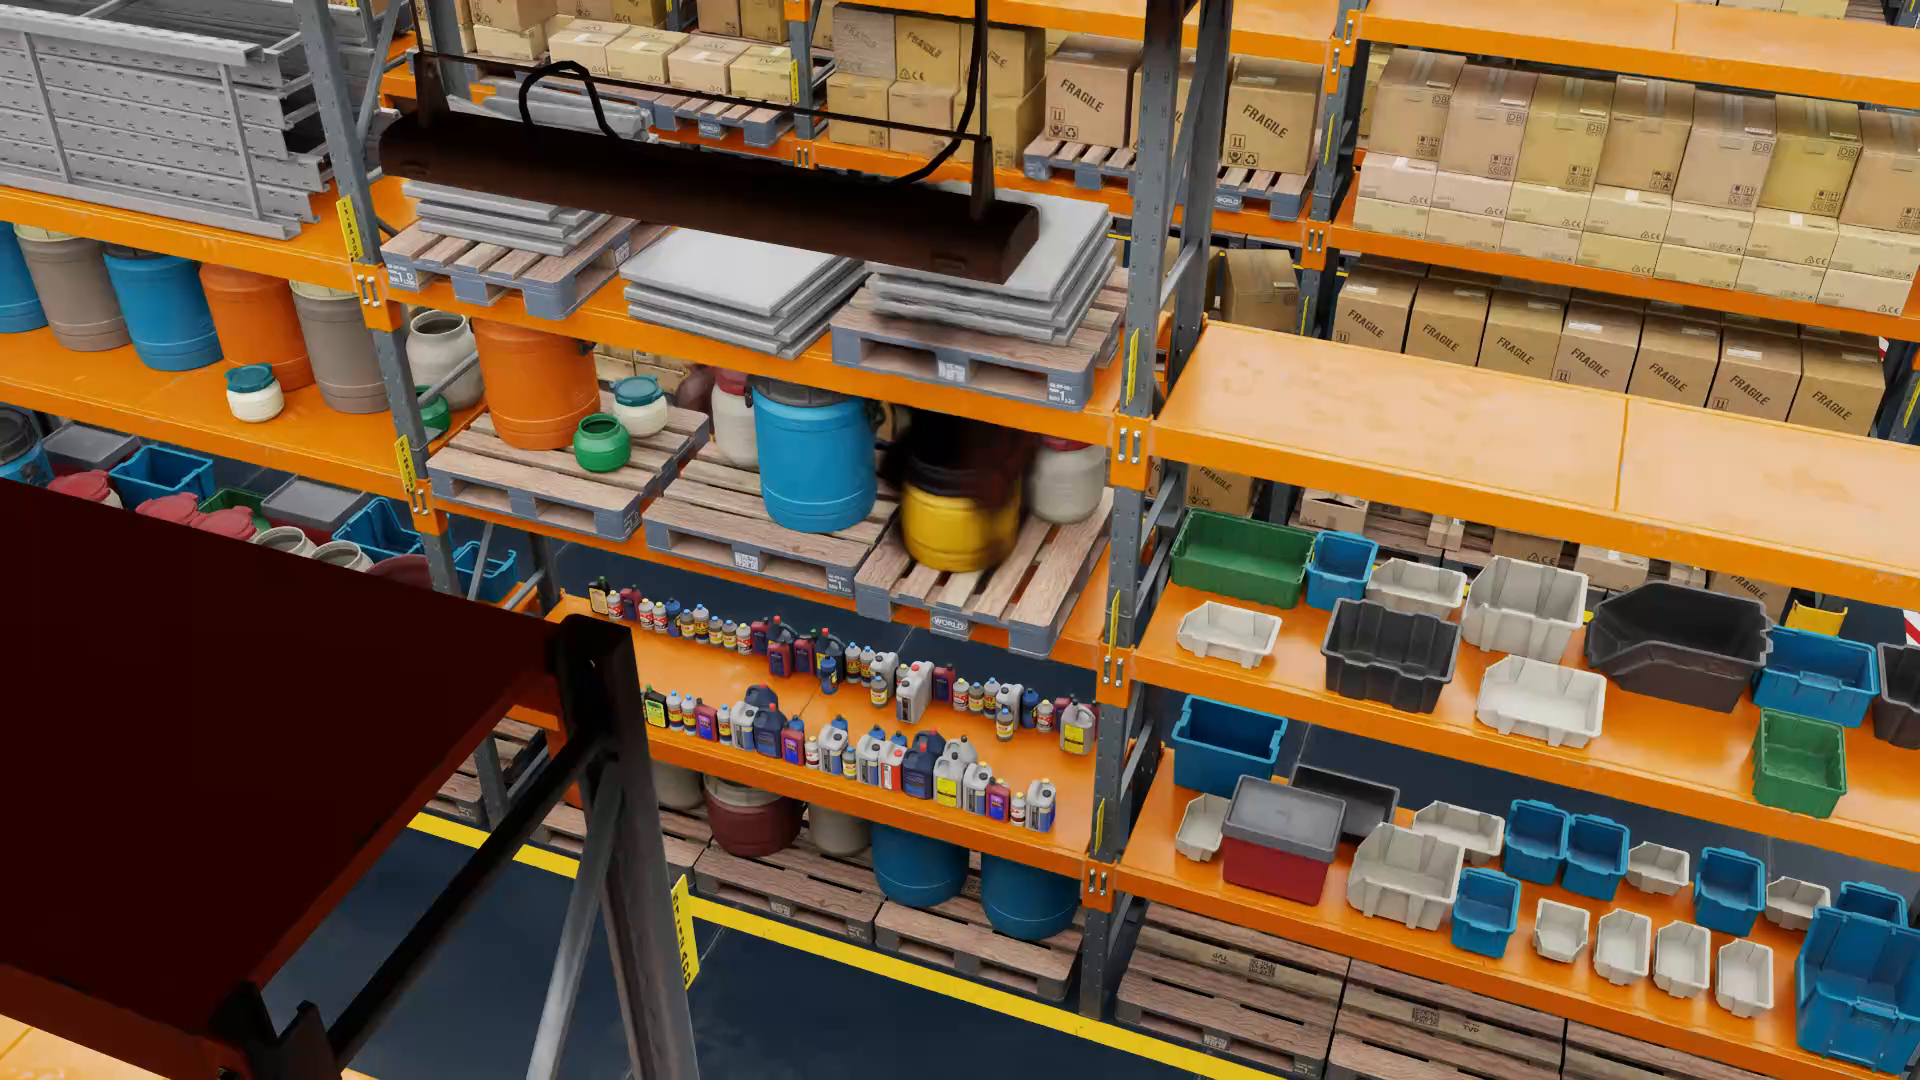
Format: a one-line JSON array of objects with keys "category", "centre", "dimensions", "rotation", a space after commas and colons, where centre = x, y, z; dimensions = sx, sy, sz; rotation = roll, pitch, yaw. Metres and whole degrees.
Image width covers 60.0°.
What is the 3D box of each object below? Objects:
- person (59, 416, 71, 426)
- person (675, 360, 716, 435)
[{"category": "person", "centre": [-7.433, -1.262, 13.568], "dimensions": [0.990, 1.767, 0.660], "rotation": [5, 37, 7]}, {"category": "person", "centre": [-1.938, -0.717, 12.865], "dimensions": [0.988, 1.803, 0.686], "rotation": [11, 38, 14]}]
